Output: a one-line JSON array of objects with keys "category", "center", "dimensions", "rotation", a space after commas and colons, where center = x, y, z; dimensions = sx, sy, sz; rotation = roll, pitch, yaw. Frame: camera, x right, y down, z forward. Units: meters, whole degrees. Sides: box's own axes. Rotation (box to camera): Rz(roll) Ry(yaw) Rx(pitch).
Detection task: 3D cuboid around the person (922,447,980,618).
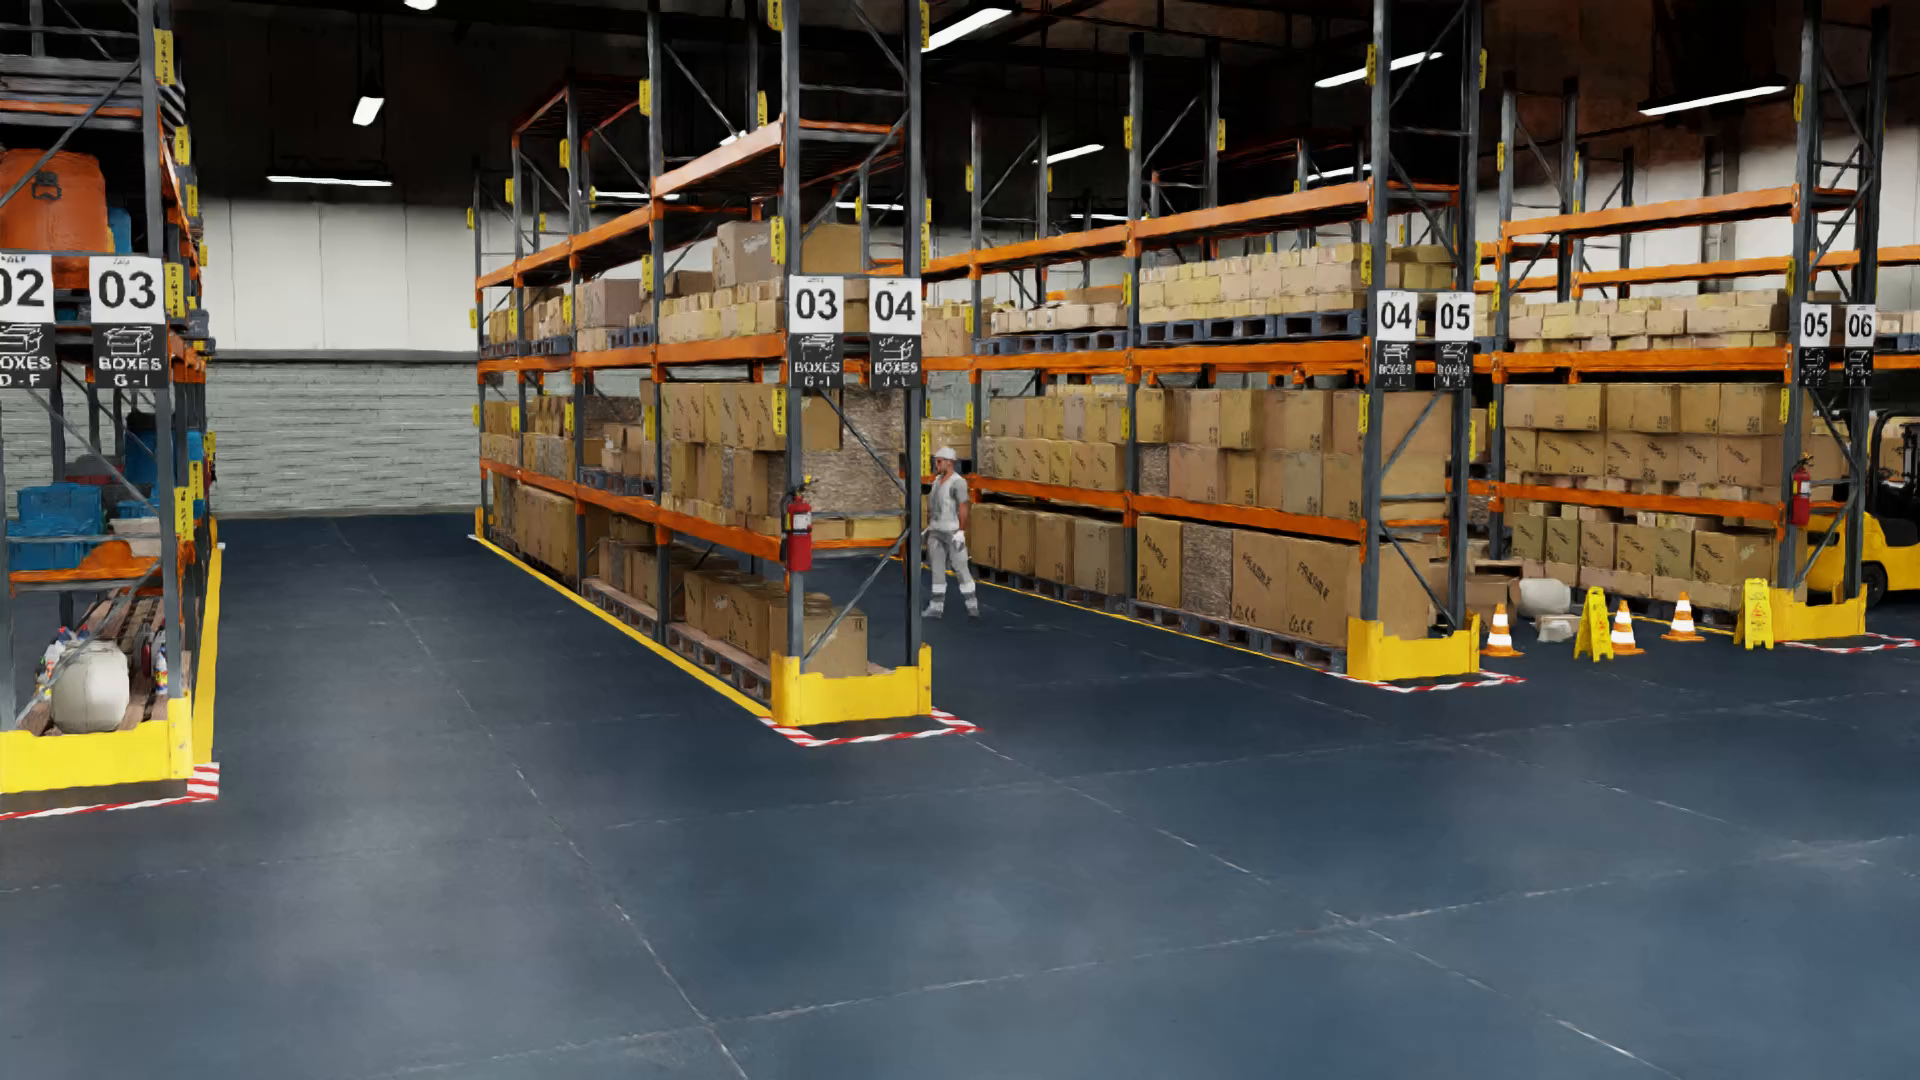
[{"category": "person", "center": [-0.150, -0.076, 17.378], "dimensions": [0.574, 1.793, 0.735], "rotation": [-5, 7, -43]}]
